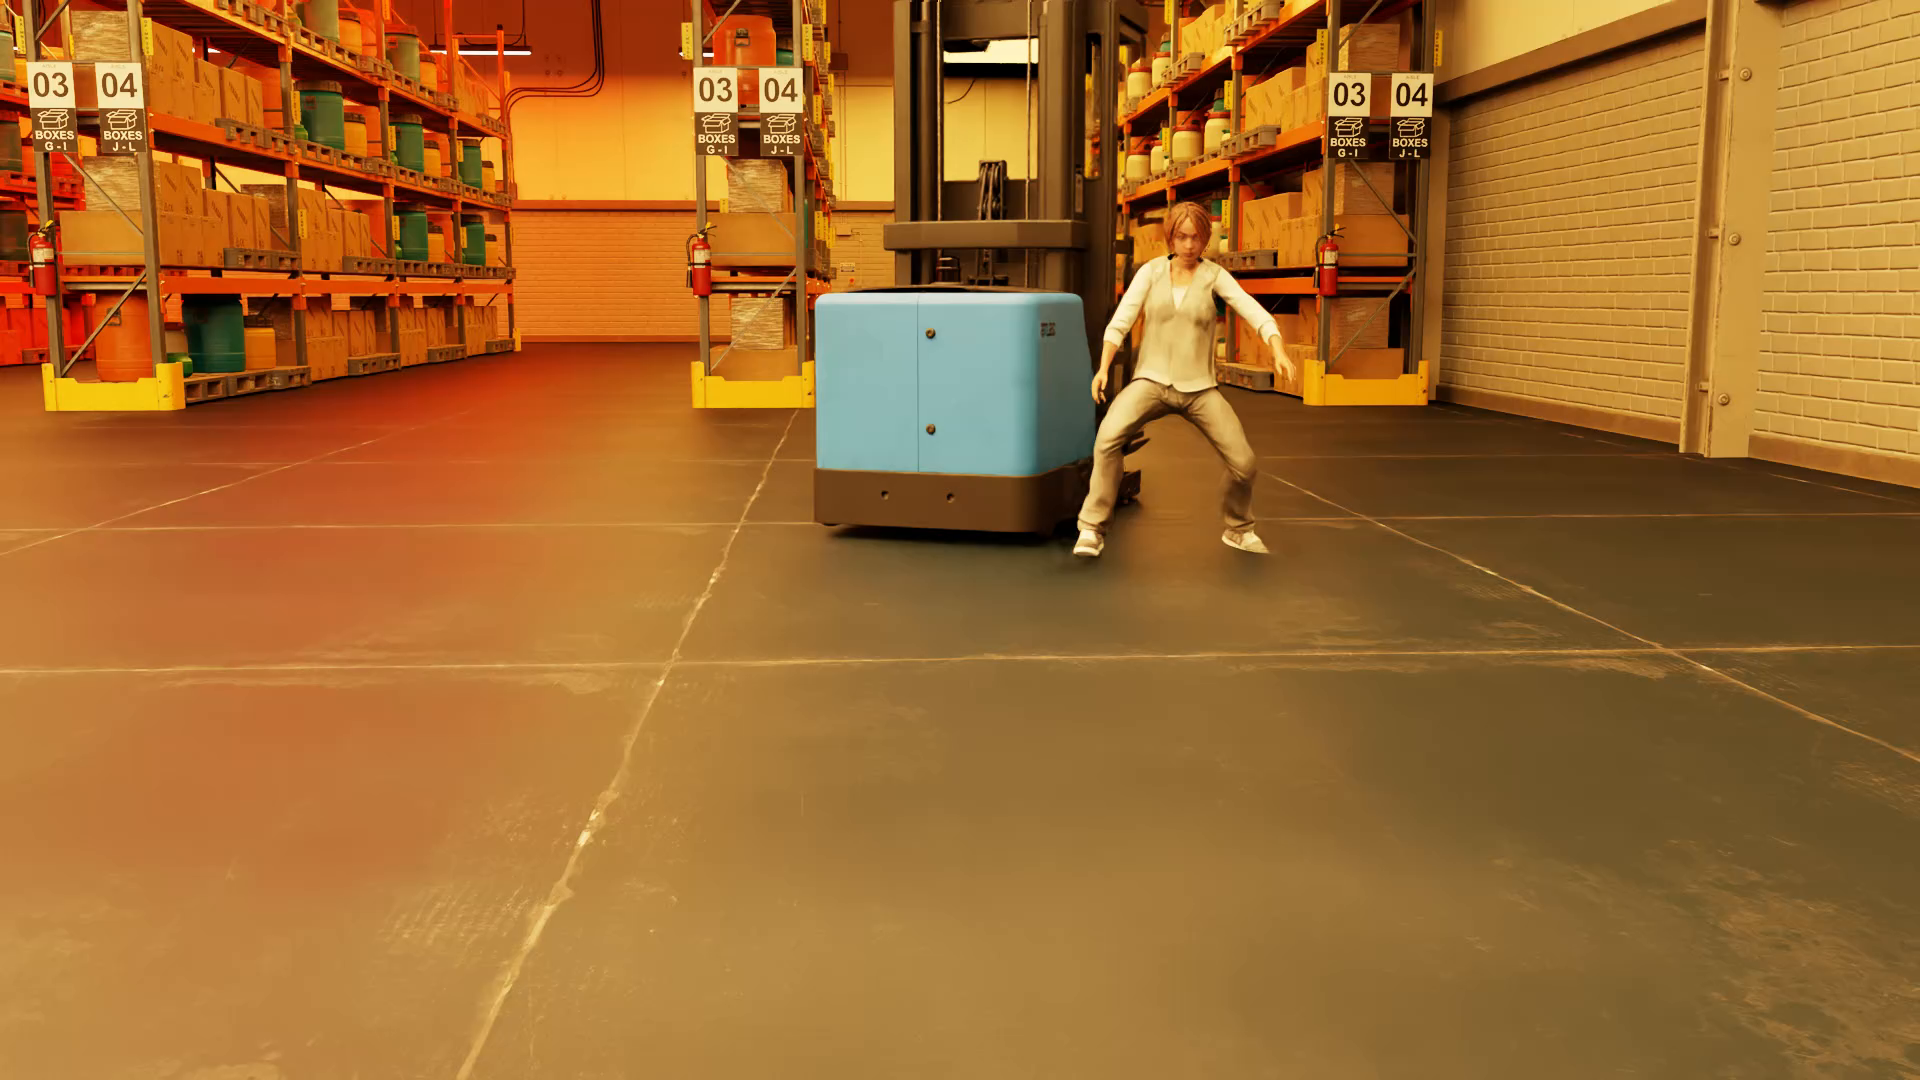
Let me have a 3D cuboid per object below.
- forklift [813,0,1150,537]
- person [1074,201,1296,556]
[{"bbox_3d":[0.311,-1.641,8.381,1.130,2.935,3.031,3,9,19],"label":"forklift"},{"bbox_3d":[0.921,-0.624,6.758,0.855,1.462,0.738,1,9,9],"label":"person"}]
